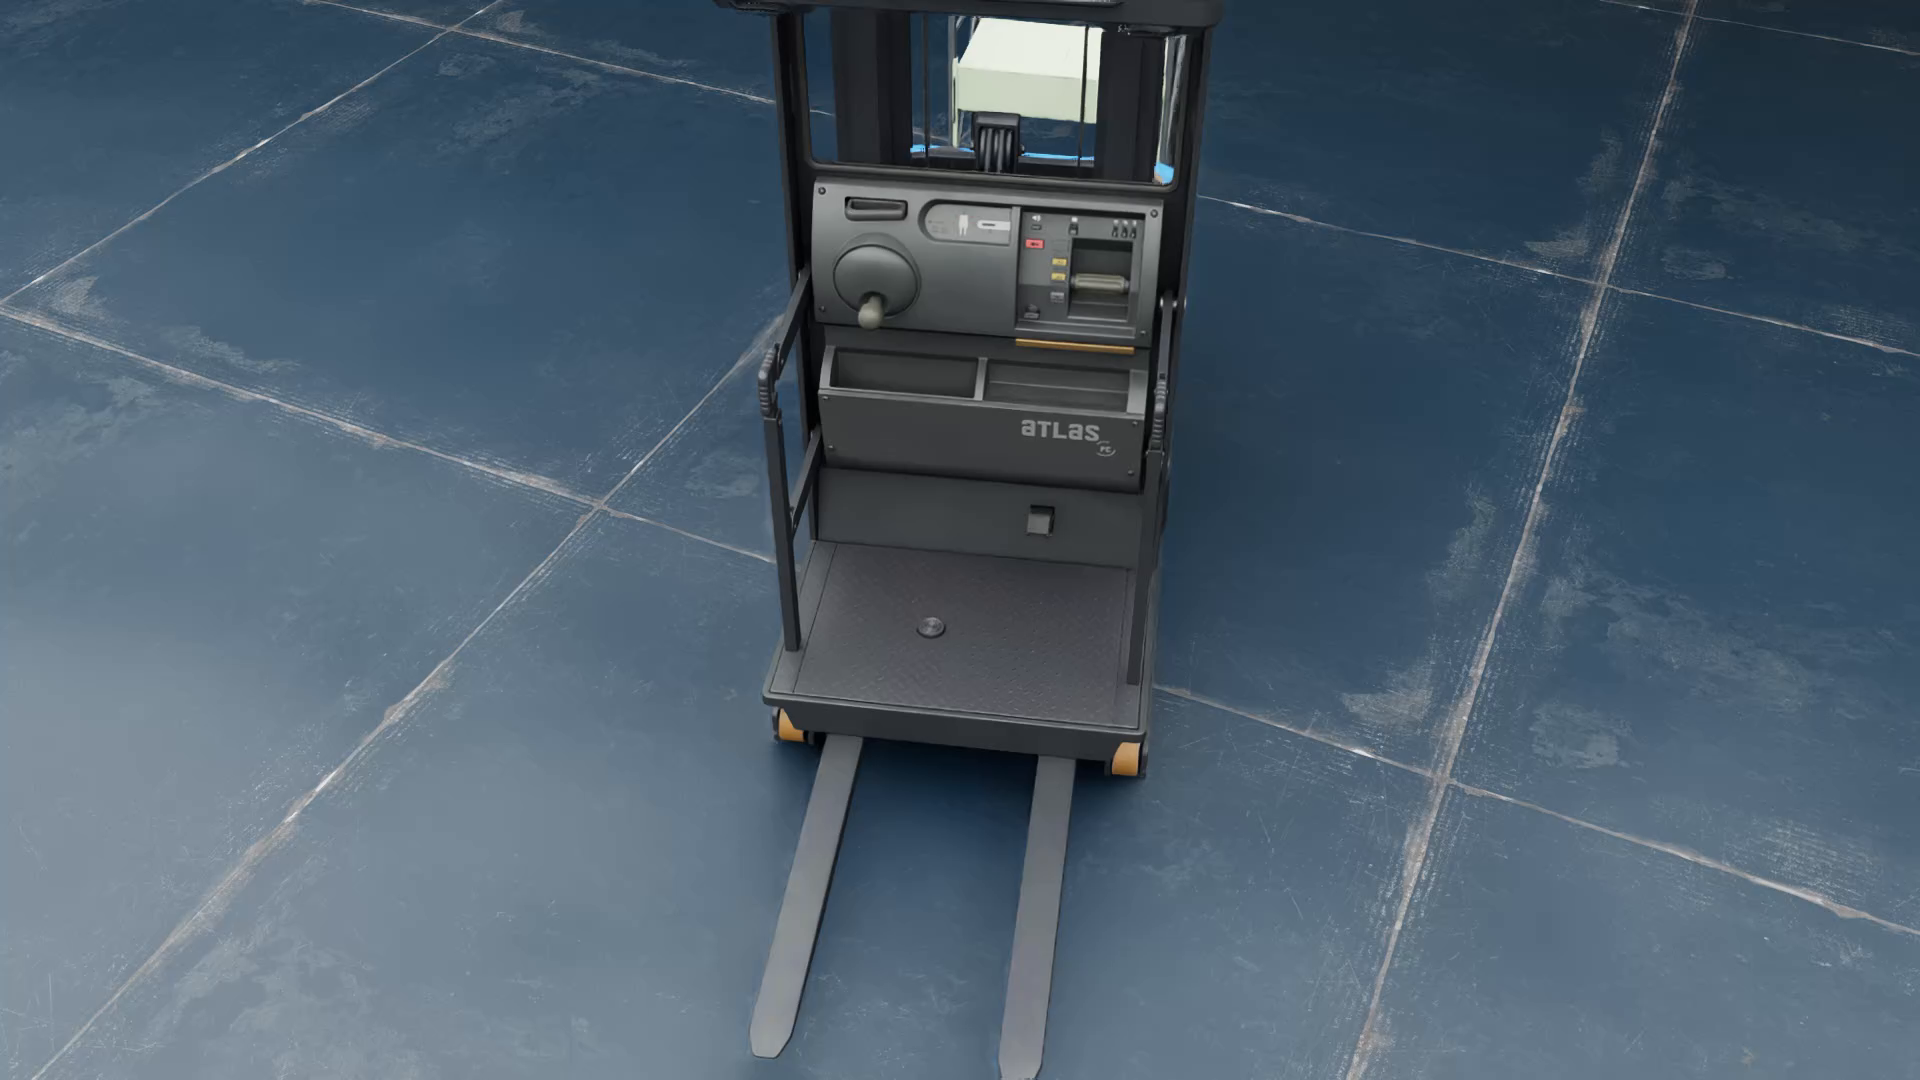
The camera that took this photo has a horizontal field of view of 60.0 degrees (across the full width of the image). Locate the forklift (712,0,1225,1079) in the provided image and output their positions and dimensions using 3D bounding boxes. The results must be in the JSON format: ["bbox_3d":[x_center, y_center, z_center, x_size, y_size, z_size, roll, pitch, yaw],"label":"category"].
[{"bbox_3d":[0.039,-0.656,4.269,1.130,2.935,3.031,5,41,6],"label":"forklift"}]

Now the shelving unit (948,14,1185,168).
[{"bbox_3d":[0.372,-1.267,6.067,0.755,1.500,0.431,8,42,9],"label":"shelving unit"}]

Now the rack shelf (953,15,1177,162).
[{"bbox_3d":[0.372,-1.562,5.811,0.720,0.370,0.431,8,42,9],"label":"rack shelf"}]

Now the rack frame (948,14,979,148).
[{"bbox_3d":[0.014,-1.318,6.125,0.023,1.500,0.400,8,42,9],"label":"rack frame"}]

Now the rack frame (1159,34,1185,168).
[{"bbox_3d":[0.729,-1.217,6.009,0.023,1.500,0.400,8,42,9],"label":"rack frame"}]
